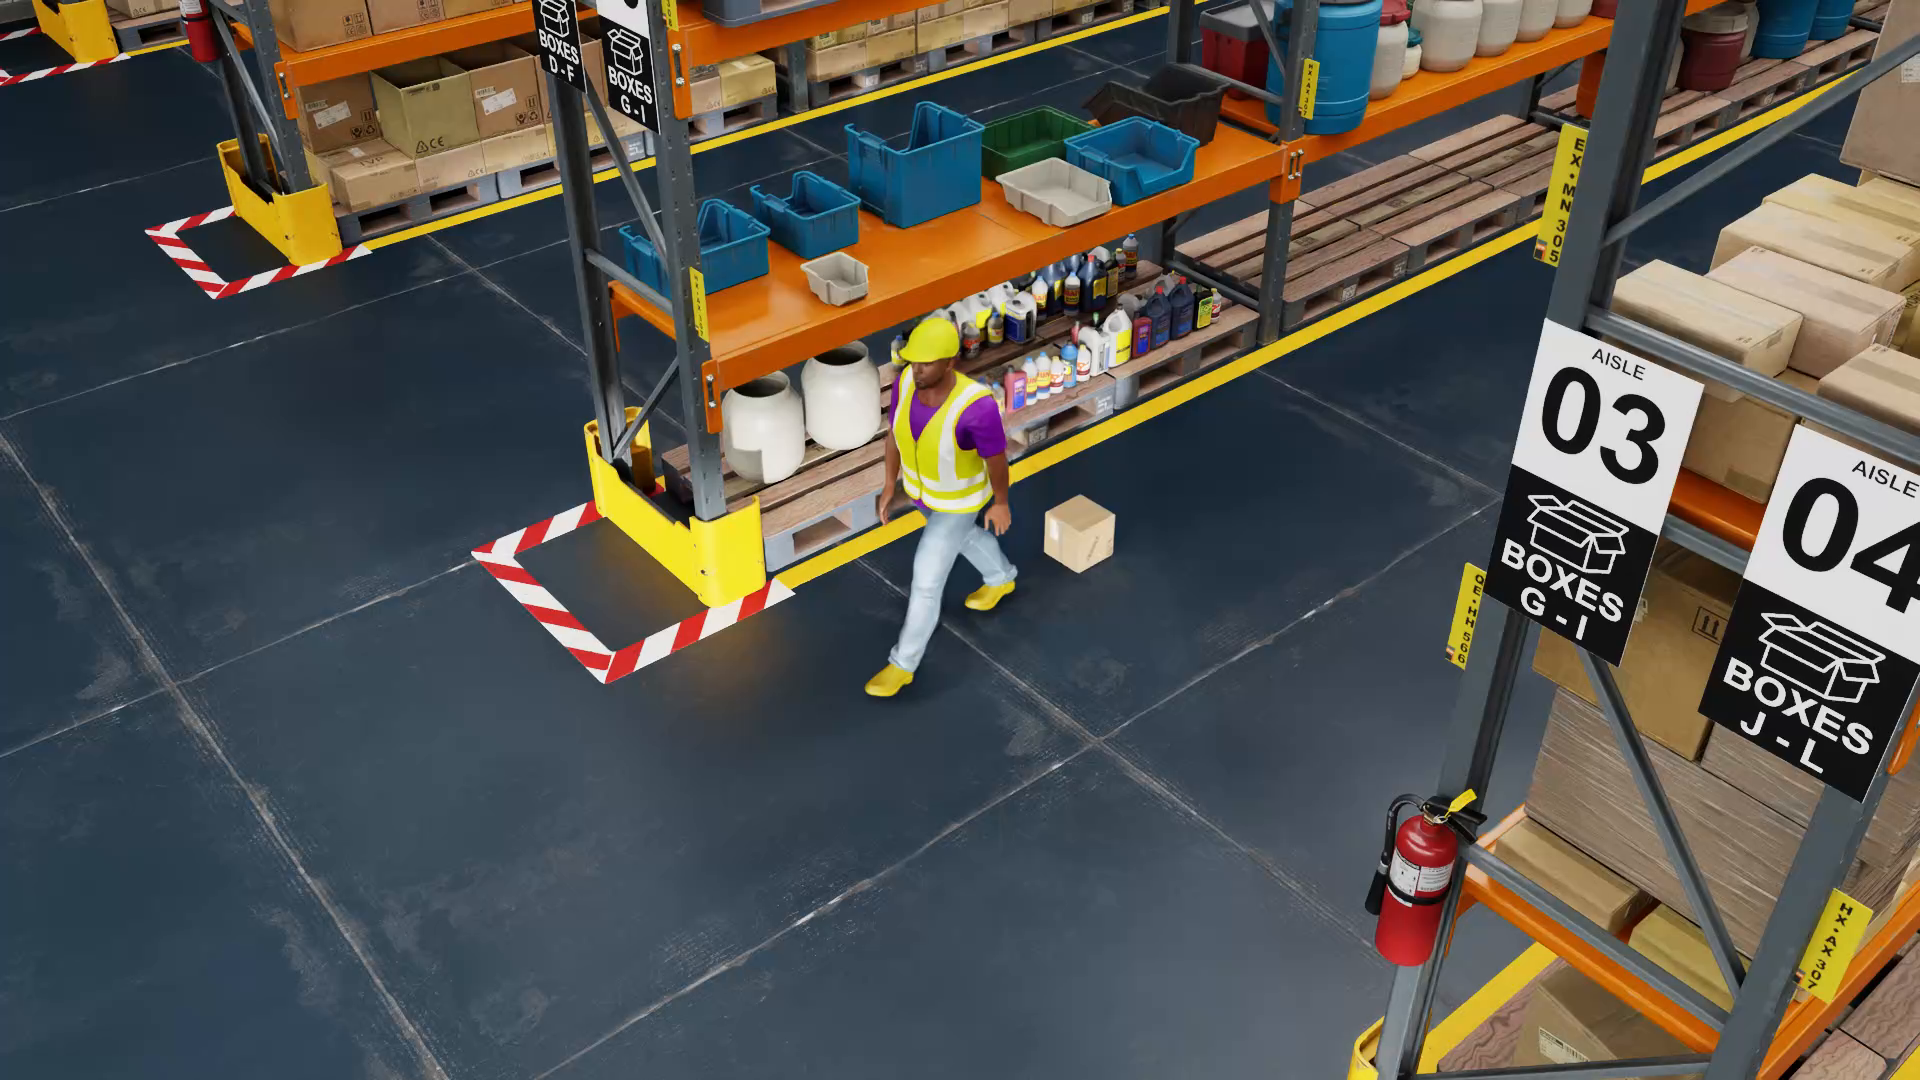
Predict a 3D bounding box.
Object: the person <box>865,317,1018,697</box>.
[{"bbox_3d":[-0.108,-0.211,7.362,1.086,1.707,0.567,-28,44,-33],"label":"person"}]
